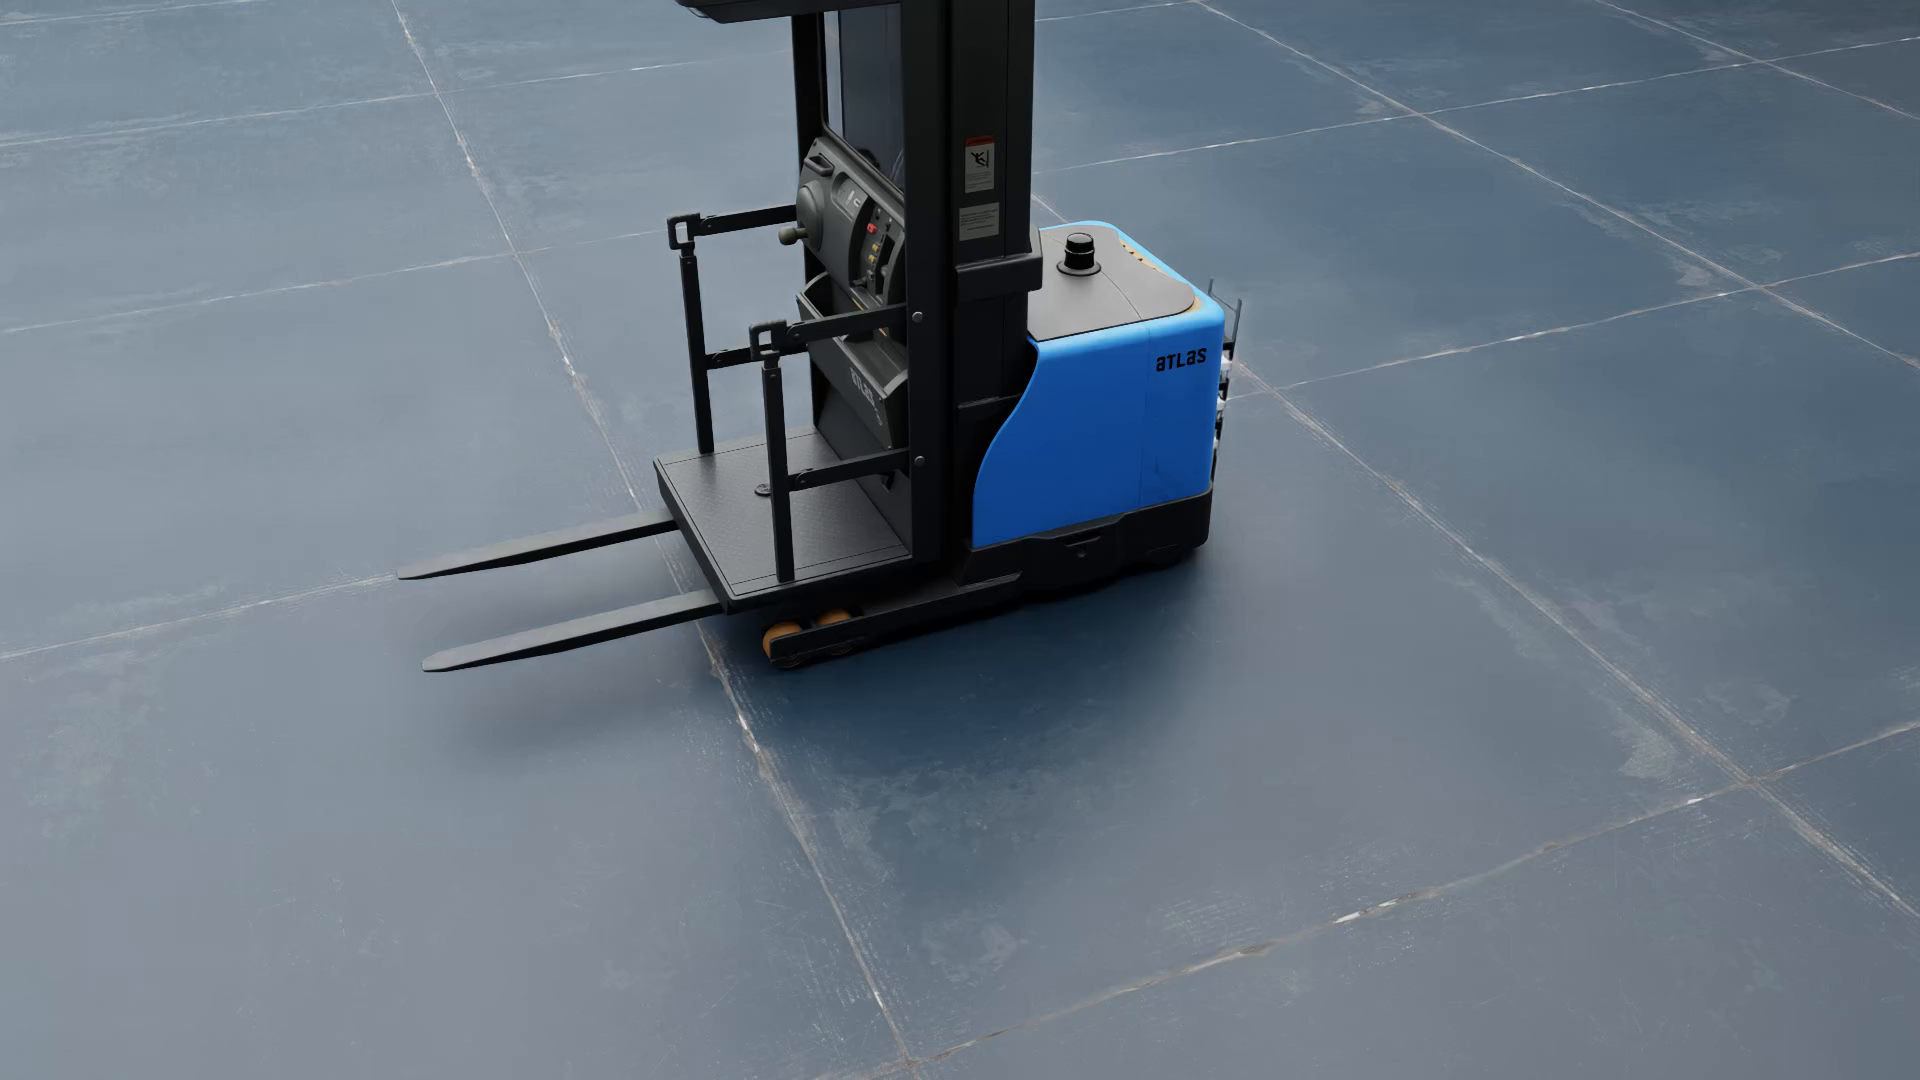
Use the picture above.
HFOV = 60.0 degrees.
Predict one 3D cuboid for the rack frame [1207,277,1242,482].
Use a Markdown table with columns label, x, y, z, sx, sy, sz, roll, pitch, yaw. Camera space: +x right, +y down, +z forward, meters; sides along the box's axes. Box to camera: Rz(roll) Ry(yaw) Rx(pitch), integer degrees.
| label | x | y | z | sx | sy | sz | roll | pitch | yaw |
| --- | --- | --- | --- | --- | --- | --- | --- | --- | --- |
| rack frame | 1.036 | -0.624 | 6.884 | 0.006 | 0.900 | 0.240 | -10 | 34 | -22 |

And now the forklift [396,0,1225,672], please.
| label | x | y | z | sx | sy | sz | roll | pitch | yaw |
| --- | --- | --- | --- | --- | --- | --- | --- | --- | --- |
| forklift | -0.571 | -1.092 | 5.742 | 3.031 | 2.935 | 1.130 | -13 | 35 | -20 |

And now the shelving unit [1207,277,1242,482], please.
| label | x | y | z | sx | sy | sz | roll | pitch | yaw |
| --- | --- | --- | --- | --- | --- | --- | --- | --- | --- |
| shelving unit | 0.943 | -0.607 | 6.846 | 0.210 | 0.900 | 0.258 | -10 | 34 | -22 |

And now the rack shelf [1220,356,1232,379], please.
| label | x | y | z | sx | sy | sz | roll | pitch | yaw |
| --- | --- | --- | --- | --- | --- | --- | --- | --- | --- |
| rack shelf | 0.952 | -0.732 | 6.770 | 0.200 | 0.077 | 0.258 | -10 | 34 | -22 |

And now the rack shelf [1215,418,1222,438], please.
| label | x | y | z | sx | sy | sz | roll | pitch | yaw |
| --- | --- | --- | --- | --- | --- | --- | --- | --- | --- |
| rack shelf | 0.936 | -0.502 | 6.911 | 0.200 | 0.077 | 0.258 | -10 | 34 | -22 |

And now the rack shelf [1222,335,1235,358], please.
| label | x | y | z | sx | sy | sz | roll | pitch | yaw |
| --- | --- | --- | --- | --- | --- | --- | --- | --- | --- |
| rack shelf | 0.957 | -0.808 | 6.723 | 0.200 | 0.077 | 0.258 | -10 | 34 | -22 |

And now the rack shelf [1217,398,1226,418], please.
| label | x | y | z | sx | sy | sz | roll | pitch | yaw |
| --- | --- | --- | --- | --- | --- | --- | --- | --- | --- |
| rack shelf | 0.941 | -0.578 | 6.864 | 0.200 | 0.077 | 0.258 | -10 | 34 | -22 |

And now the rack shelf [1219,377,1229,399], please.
| label | x | y | z | sx | sy | sz | roll | pitch | yaw |
| --- | --- | --- | --- | --- | --- | --- | --- | --- | --- |
| rack shelf | 0.947 | -0.655 | 6.817 | 0.200 | 0.077 | 0.258 | -10 | 34 | -22 |

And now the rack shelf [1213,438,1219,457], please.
| label | x | y | z | sx | sy | sz | roll | pitch | yaw |
| --- | --- | --- | --- | --- | --- | --- | --- | --- | --- |
| rack shelf | 0.931 | -0.425 | 6.958 | 0.200 | 0.077 | 0.258 | -10 | 34 | -22 |
